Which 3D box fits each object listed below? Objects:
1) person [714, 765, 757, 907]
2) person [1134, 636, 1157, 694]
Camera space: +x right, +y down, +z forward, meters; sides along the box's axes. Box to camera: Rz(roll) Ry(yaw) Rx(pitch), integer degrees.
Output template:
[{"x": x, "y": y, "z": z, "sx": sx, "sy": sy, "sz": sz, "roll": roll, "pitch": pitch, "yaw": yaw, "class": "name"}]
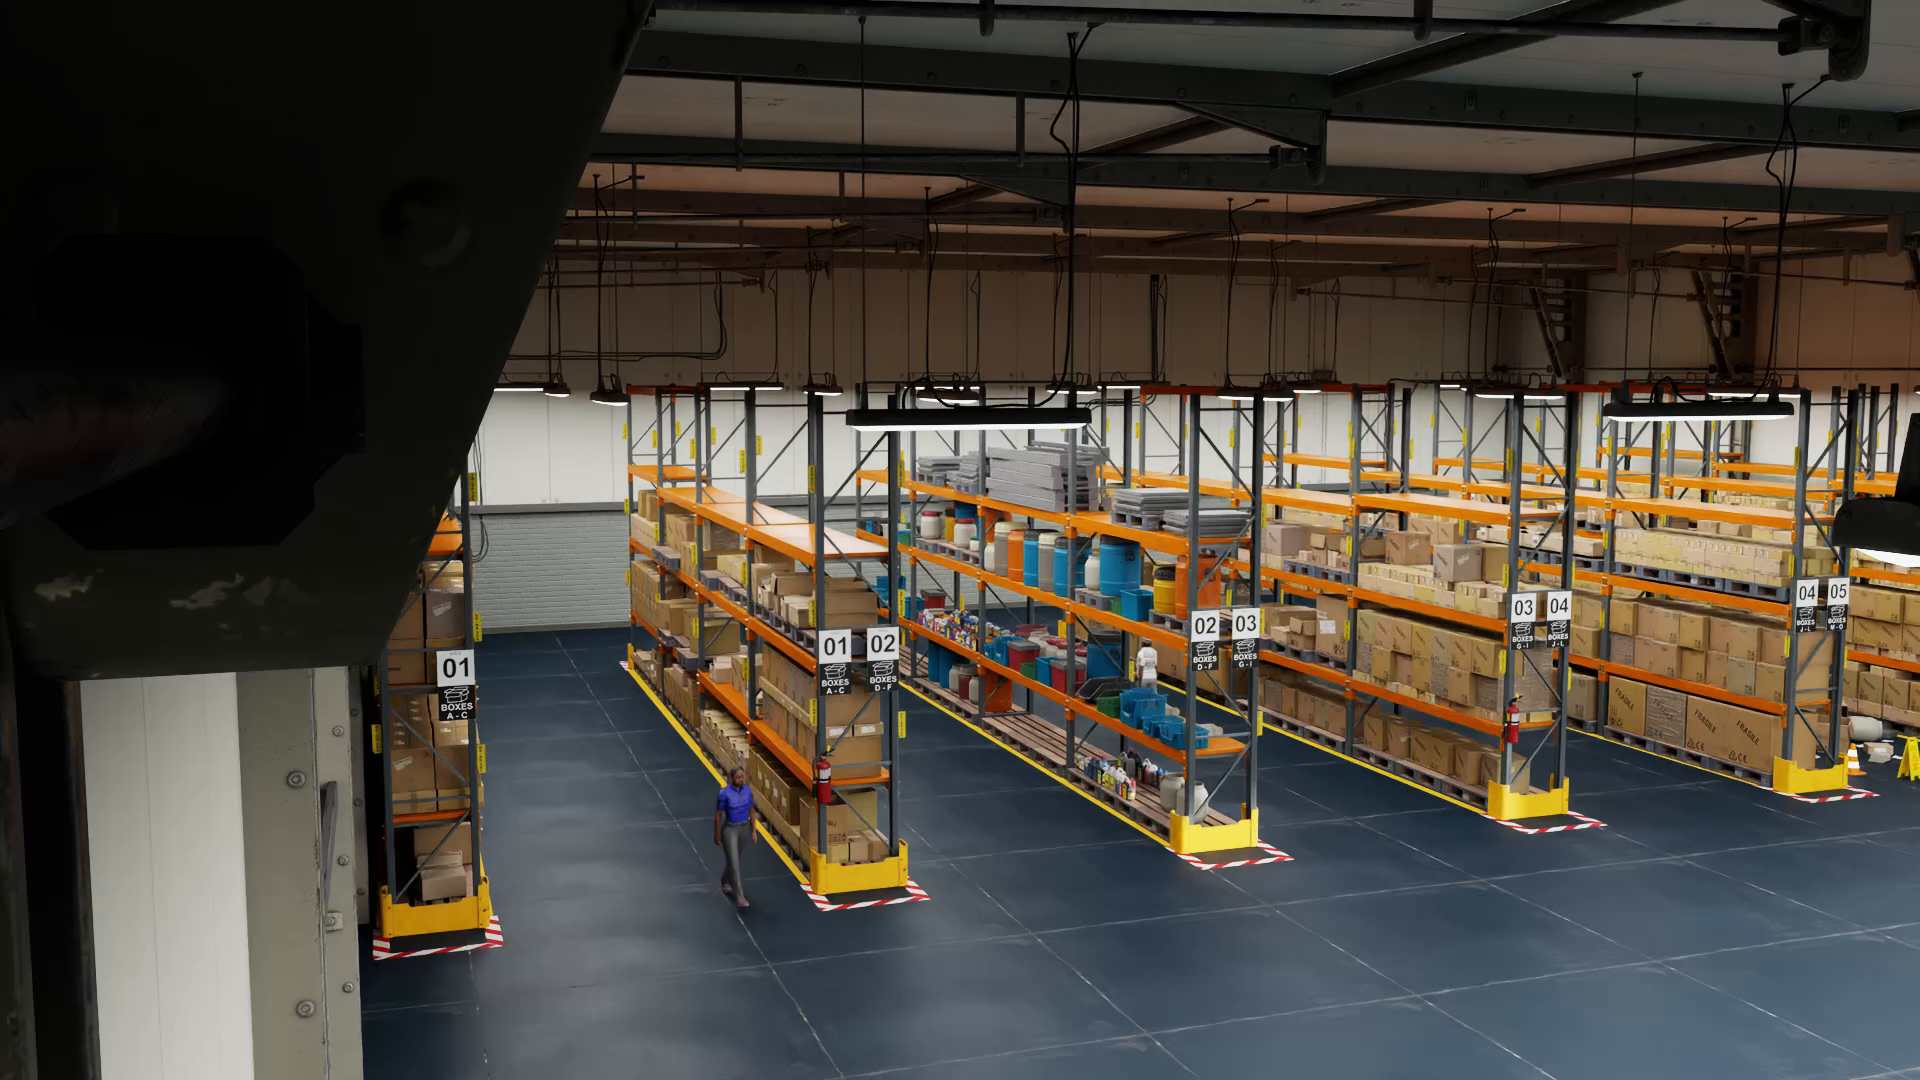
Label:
[{"x": -2.638, "y": 3.473, "z": 19.732, "sx": 0.500, "sy": 1.607, "sz": 0.961, "roll": -5, "pitch": 8, "yaw": -40, "class": "person"}, {"x": 3.293, "y": 2.508, "z": 29.223, "sx": 0.462, "sy": 1.739, "sz": 0.595, "roll": -3, "pitch": 7, "yaw": -25, "class": "person"}]
